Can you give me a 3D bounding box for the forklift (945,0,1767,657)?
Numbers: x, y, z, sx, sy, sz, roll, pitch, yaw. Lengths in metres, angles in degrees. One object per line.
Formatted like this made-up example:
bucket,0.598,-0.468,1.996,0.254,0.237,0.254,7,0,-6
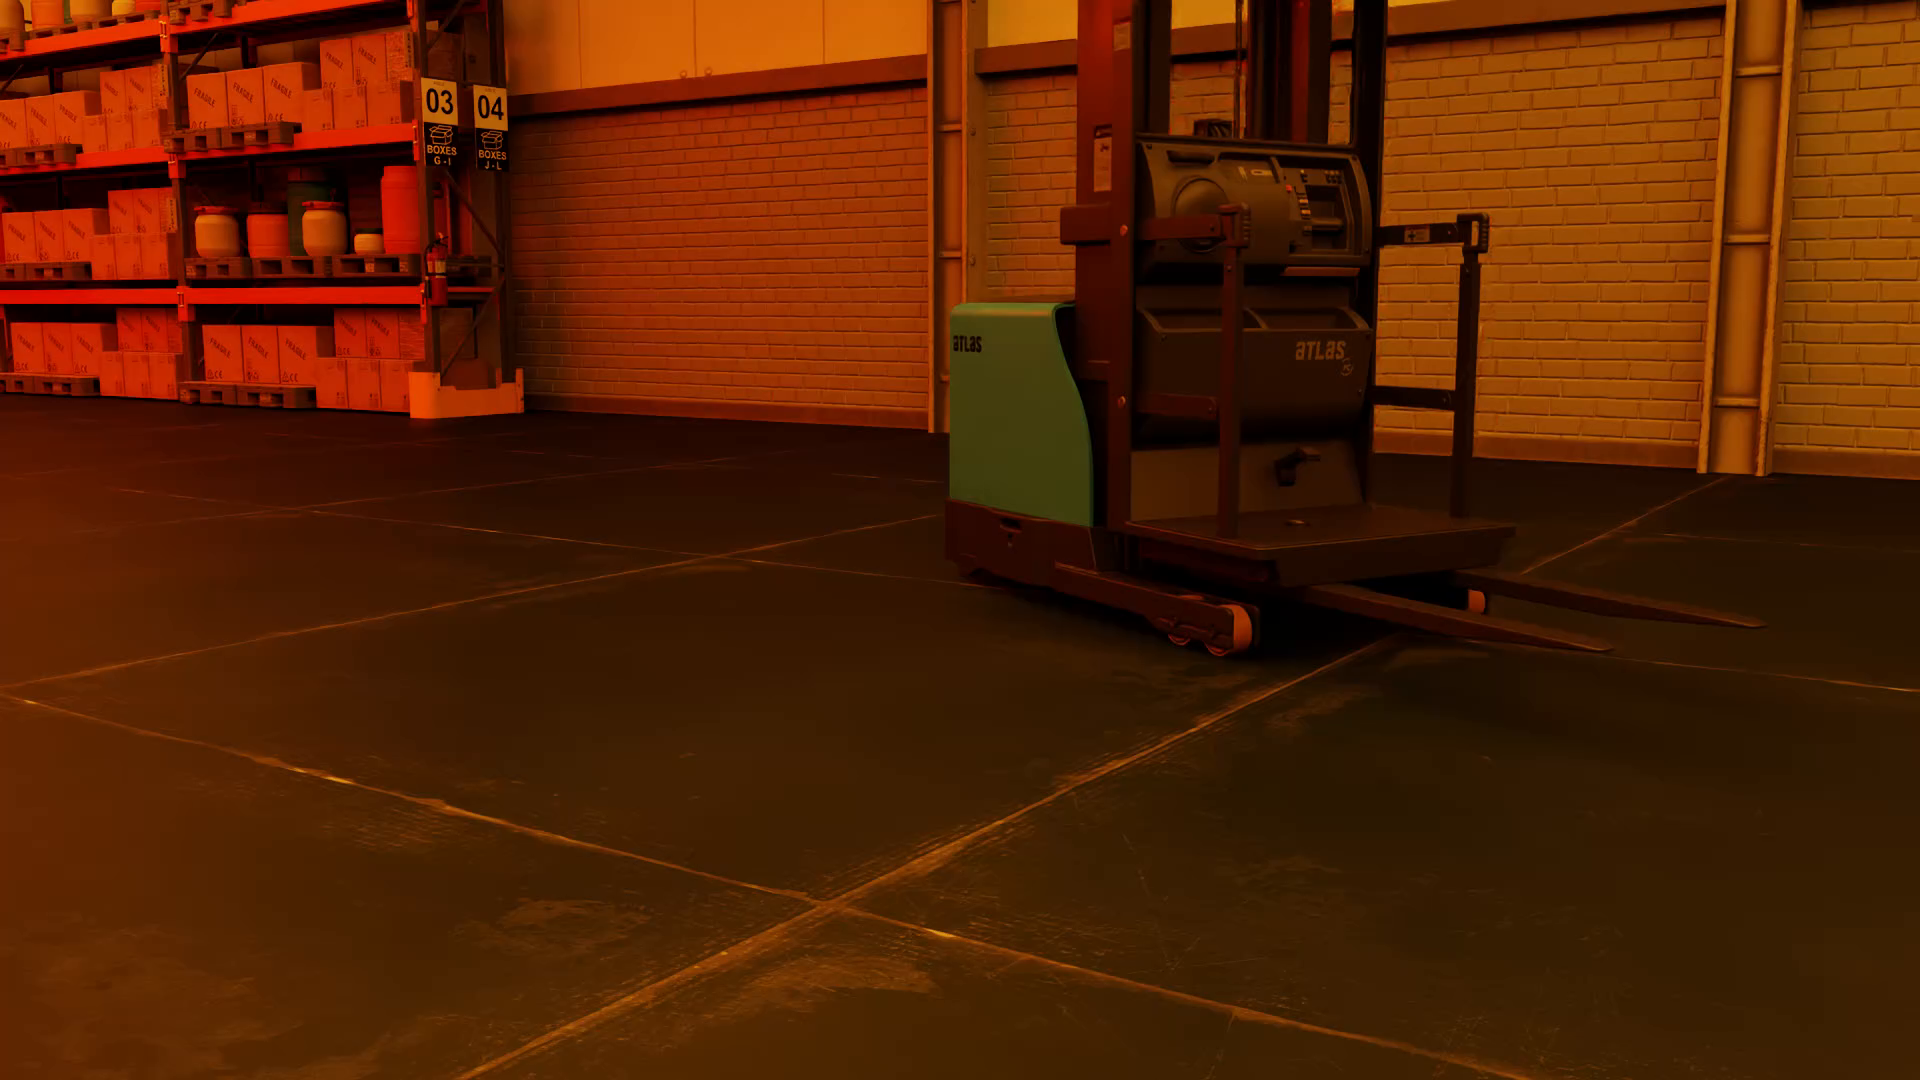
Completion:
forklift,1.112,-1.166,5.392,1.130,2.935,3.031,-5,9,-30
